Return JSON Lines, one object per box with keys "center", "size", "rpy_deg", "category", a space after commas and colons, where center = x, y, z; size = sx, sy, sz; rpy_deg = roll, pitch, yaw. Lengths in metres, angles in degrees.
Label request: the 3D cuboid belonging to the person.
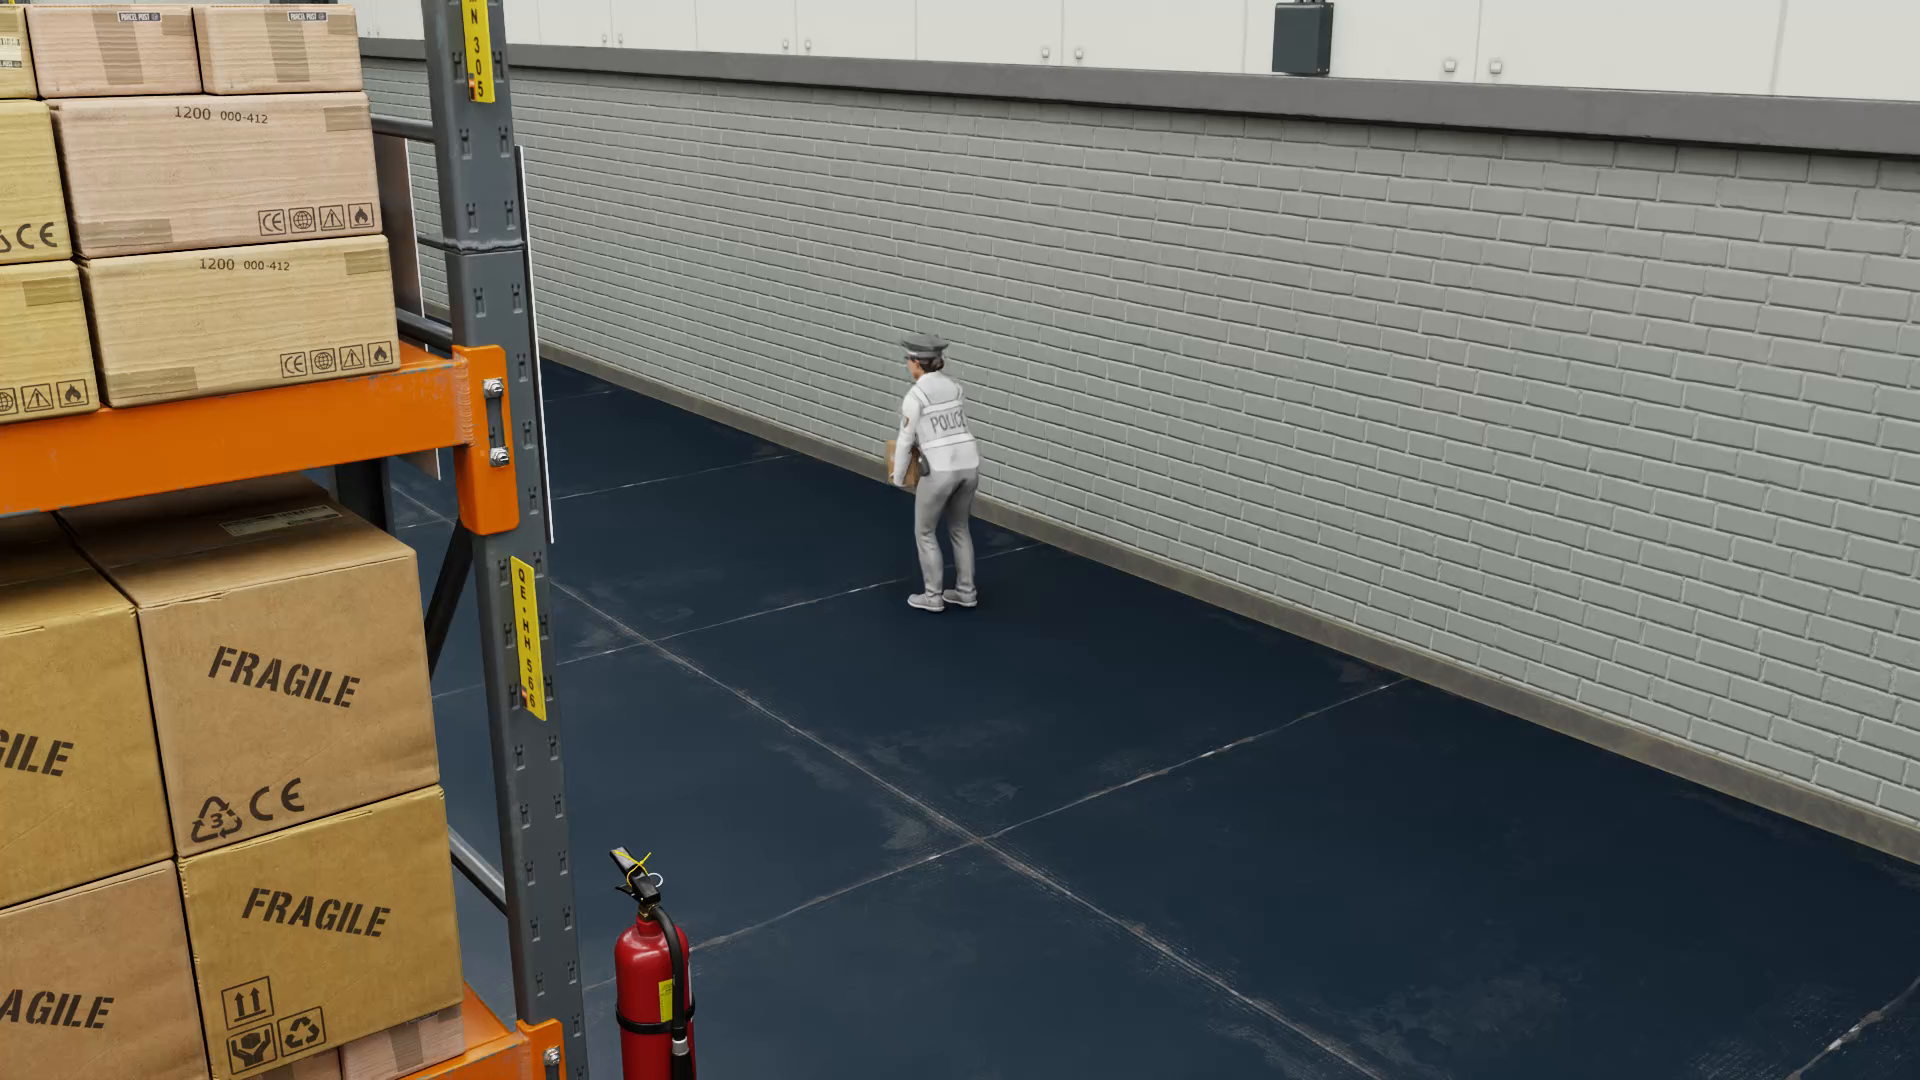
{"center": [-0.150, -0.384, 9.817], "size": [0.411, 1.630, 0.559], "rpy_deg": [-14, 23, -37], "category": "person"}
